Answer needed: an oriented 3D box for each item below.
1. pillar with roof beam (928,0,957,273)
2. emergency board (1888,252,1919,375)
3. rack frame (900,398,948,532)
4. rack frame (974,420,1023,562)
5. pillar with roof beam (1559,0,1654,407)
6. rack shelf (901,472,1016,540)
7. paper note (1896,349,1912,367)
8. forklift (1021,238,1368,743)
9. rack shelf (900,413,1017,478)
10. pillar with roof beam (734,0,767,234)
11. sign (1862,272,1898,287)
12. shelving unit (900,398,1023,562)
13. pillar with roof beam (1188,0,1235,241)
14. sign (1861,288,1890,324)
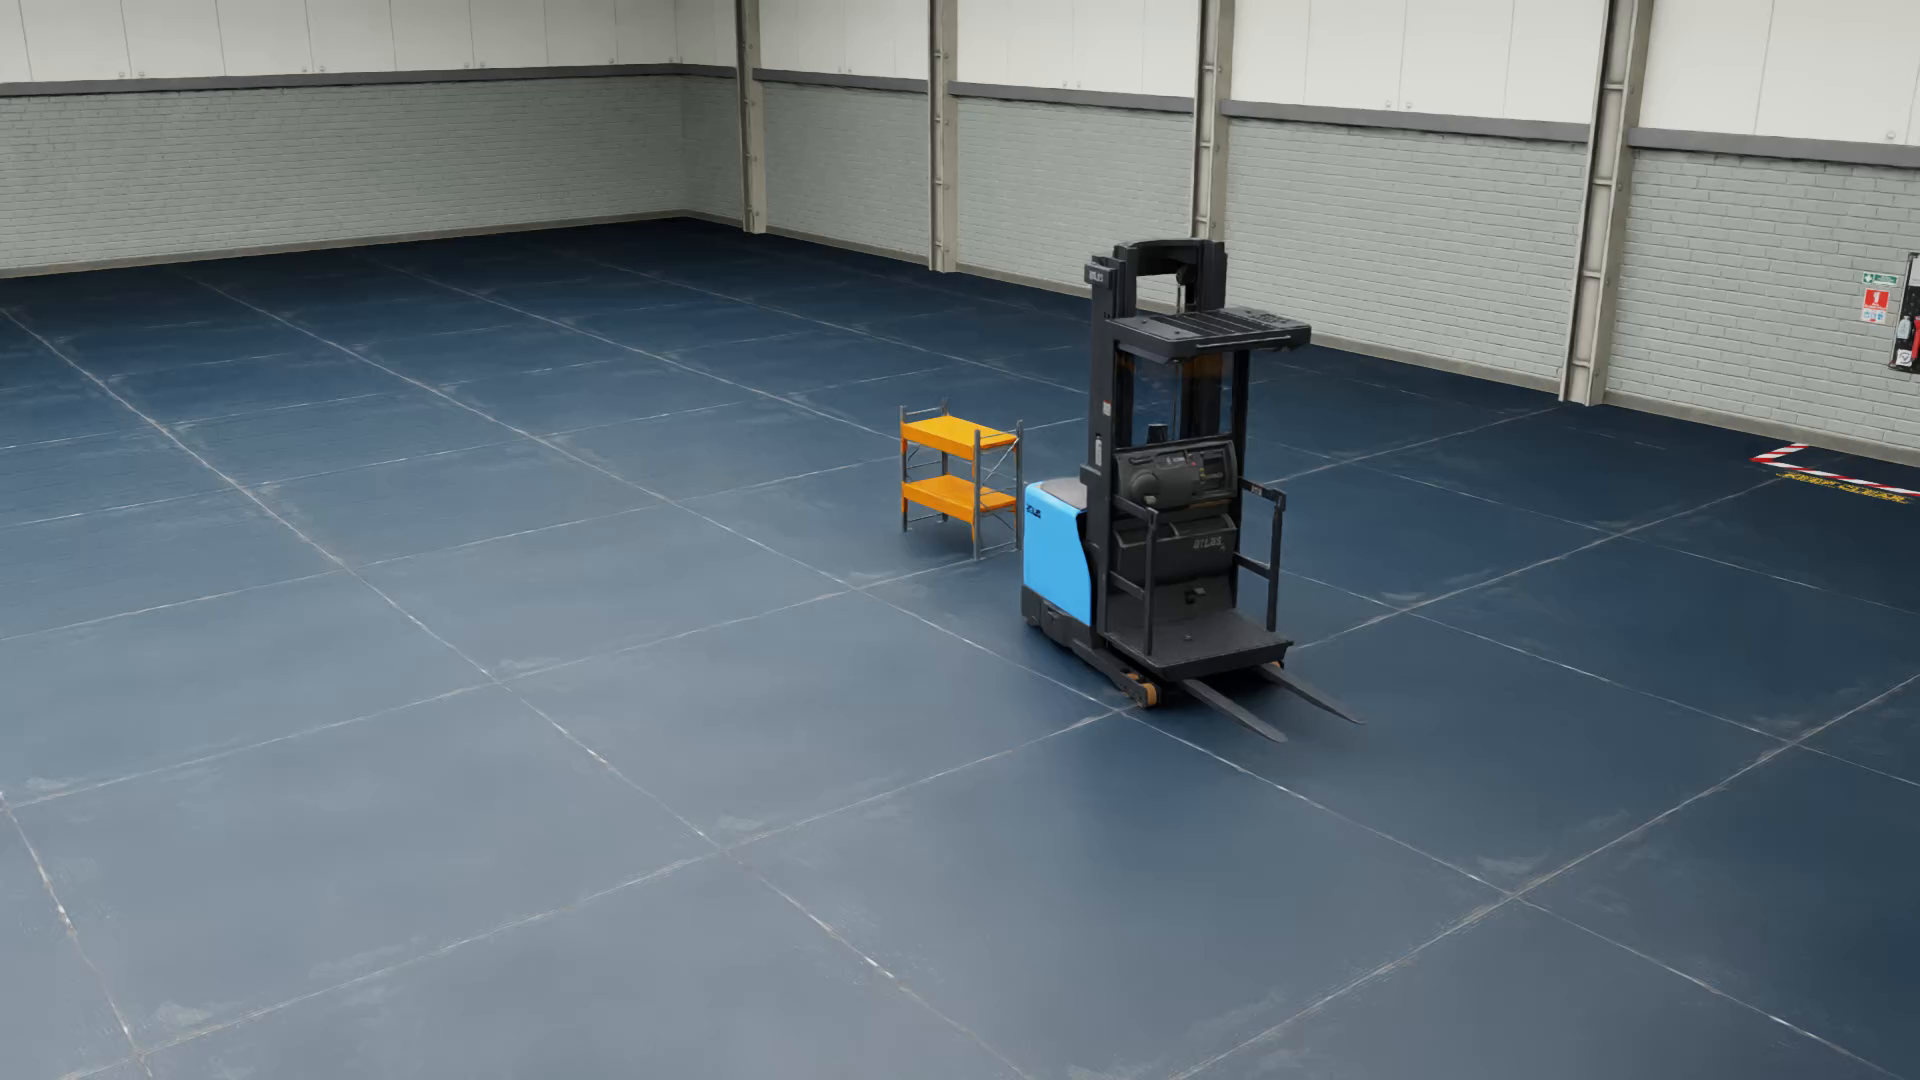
[{"bbox_3d":[-3.659,-7.986,24.165,9.100,9.000,0.400,-14,23,-36],"label":"pillar with roof beam"},{"bbox_3d":[9.388,-2.159,16.112,0.194,1.169,0.643,-14,23,-36],"label":"emergency board"},{"bbox_3d":[-0.311,-0.658,14.559,0.500,1.125,0.032,-14,23,-36],"label":"rack frame"},{"bbox_3d":[0.320,-0.407,13.802,0.500,1.125,0.032,-14,23,-36],"label":"rack frame"},{"bbox_3d":[3.792,-5.029,15.235,9.100,9.000,0.400,-14,23,-36],"label":"pillar with roof beam"},{"bbox_3d":[0.004,-0.300,14.258,0.538,0.278,1.000,-14,23,-36],"label":"rack shelf"},{"bbox_3d":[9.332,-1.798,16.423,0.016,0.148,0.142,-14,23,-36],"label":"paper note"},{"bbox_3d":[1.559,-0.437,11.019,1.130,2.935,3.031,-9,20,-25],"label":"forklift"},{"bbox_3d":[0.004,-0.810,14.089,0.538,0.278,1.000,-14,23,-36],"label":"rack shelf"},{"bbox_3d":[-7.384,-9.465,28.630,9.100,9.000,0.400,-14,23,-36],"label":"pillar with roof beam"},{"bbox_3d":[9.121,-2.582,16.487,0.001,0.109,0.331,-14,23,-36],"label":"sign"},{"bbox_3d":[0.004,-0.532,14.181,0.538,1.125,1.048,-14,23,-36],"label":"shelving unit"},{"bbox_3d":[0.067,-6.508,19.700,9.100,9.000,0.400,-14,23,-36],"label":"pillar with roof beam"},{"bbox_3d":[9.125,-2.333,16.579,0.001,0.329,0.234,-14,23,-36],"label":"sign"}]
